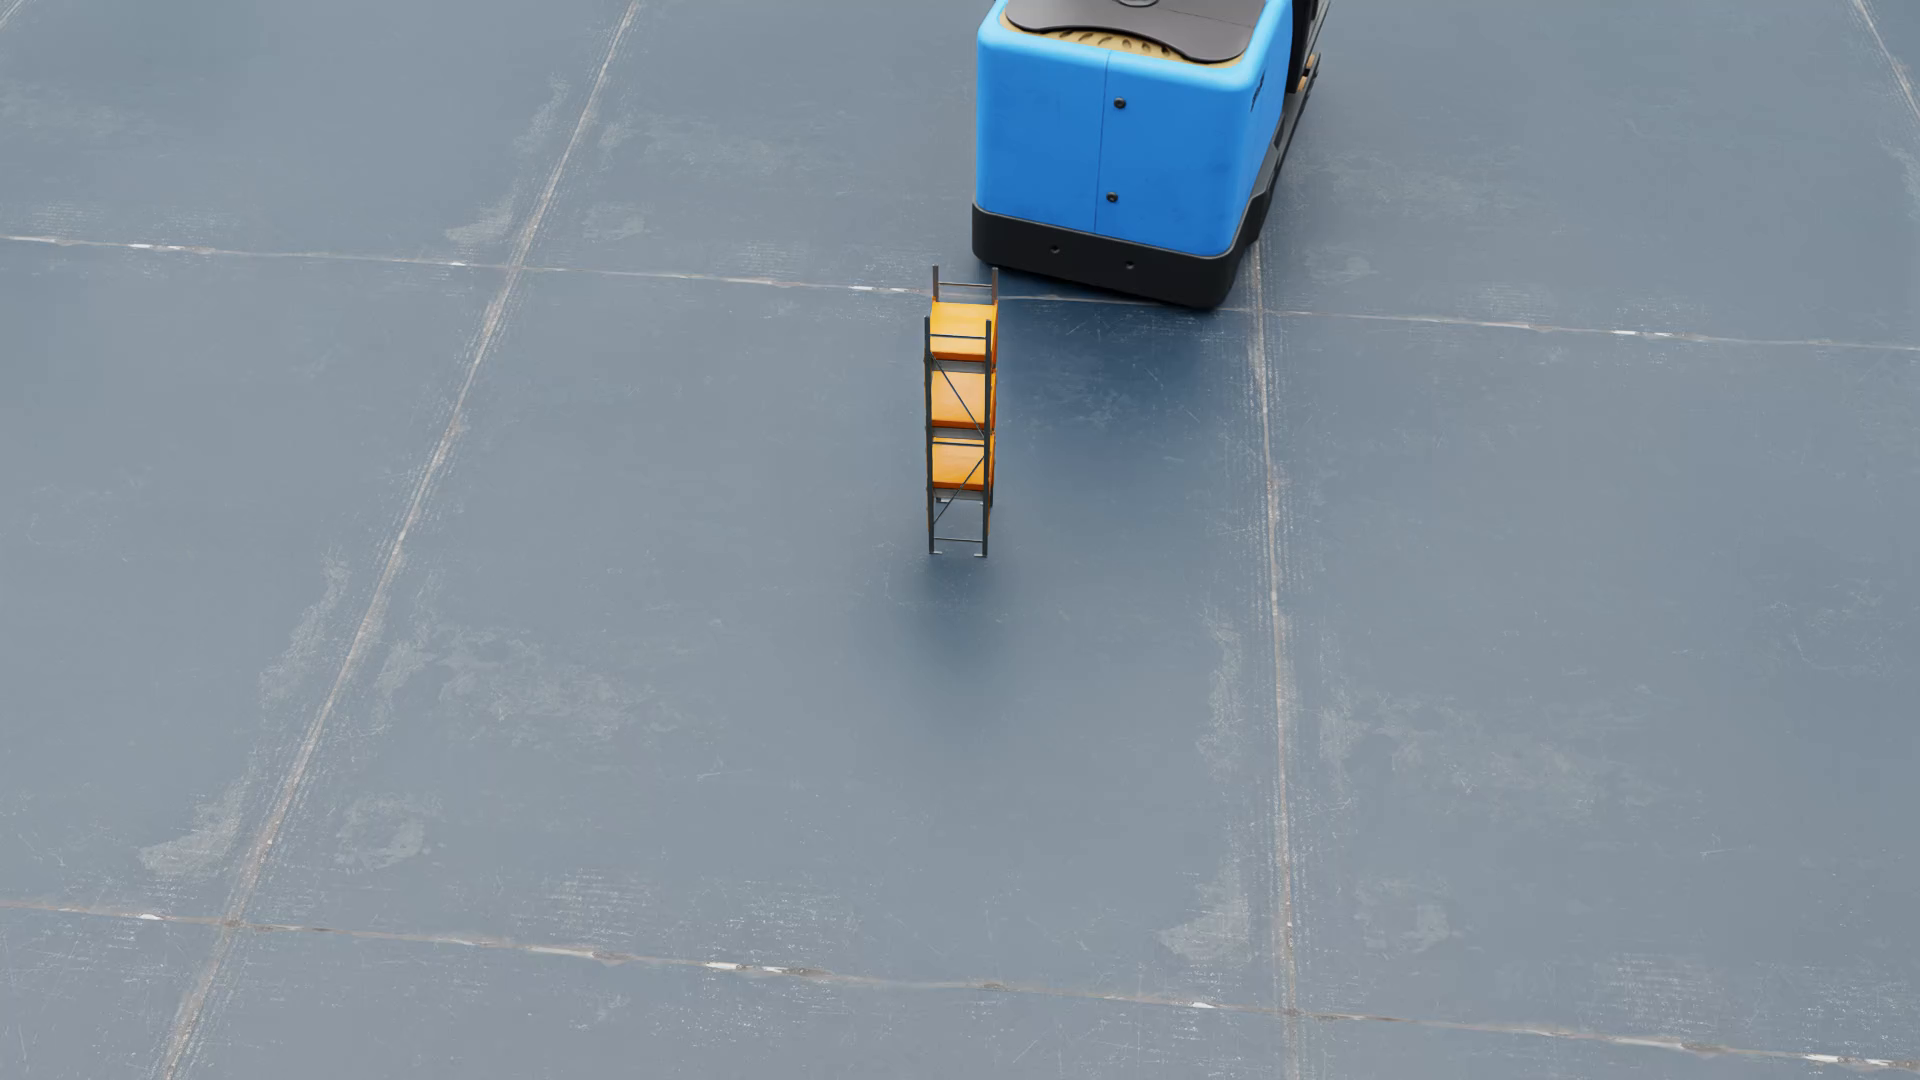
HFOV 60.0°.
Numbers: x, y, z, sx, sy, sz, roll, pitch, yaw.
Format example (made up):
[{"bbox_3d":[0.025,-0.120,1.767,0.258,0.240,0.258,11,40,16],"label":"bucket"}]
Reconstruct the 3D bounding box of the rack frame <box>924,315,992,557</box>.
[{"bbox_3d":[-0.006,-0.304,5.317,0.200,1.050,0.008,4,48,4],"label":"rack frame"}]

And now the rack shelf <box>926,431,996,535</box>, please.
[{"bbox_3d":[0.005,-0.199,5.611,0.215,0.259,0.240,4,48,4],"label":"rack shelf"}]

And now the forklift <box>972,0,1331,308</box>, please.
[{"bbox_3d":[1.010,-3.006,6.513,1.130,2.935,3.031,14,49,13],"label":"forklift"}]

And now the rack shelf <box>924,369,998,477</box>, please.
[{"bbox_3d":[0.005,-0.386,5.406,0.215,0.259,0.240,4,48,4],"label":"rack shelf"}]

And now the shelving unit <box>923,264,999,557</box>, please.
[{"bbox_3d":[0.005,-0.394,5.399,0.215,1.050,0.252,4,48,4],"label":"shelving unit"}]

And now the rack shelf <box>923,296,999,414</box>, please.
[{"bbox_3d":[0.005,-0.578,5.197,0.215,0.259,0.240,4,48,4],"label":"rack shelf"}]

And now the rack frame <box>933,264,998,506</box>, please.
[{"bbox_3d":[0.016,-0.483,5.481,0.200,1.050,0.008,4,48,4],"label":"rack frame"}]
